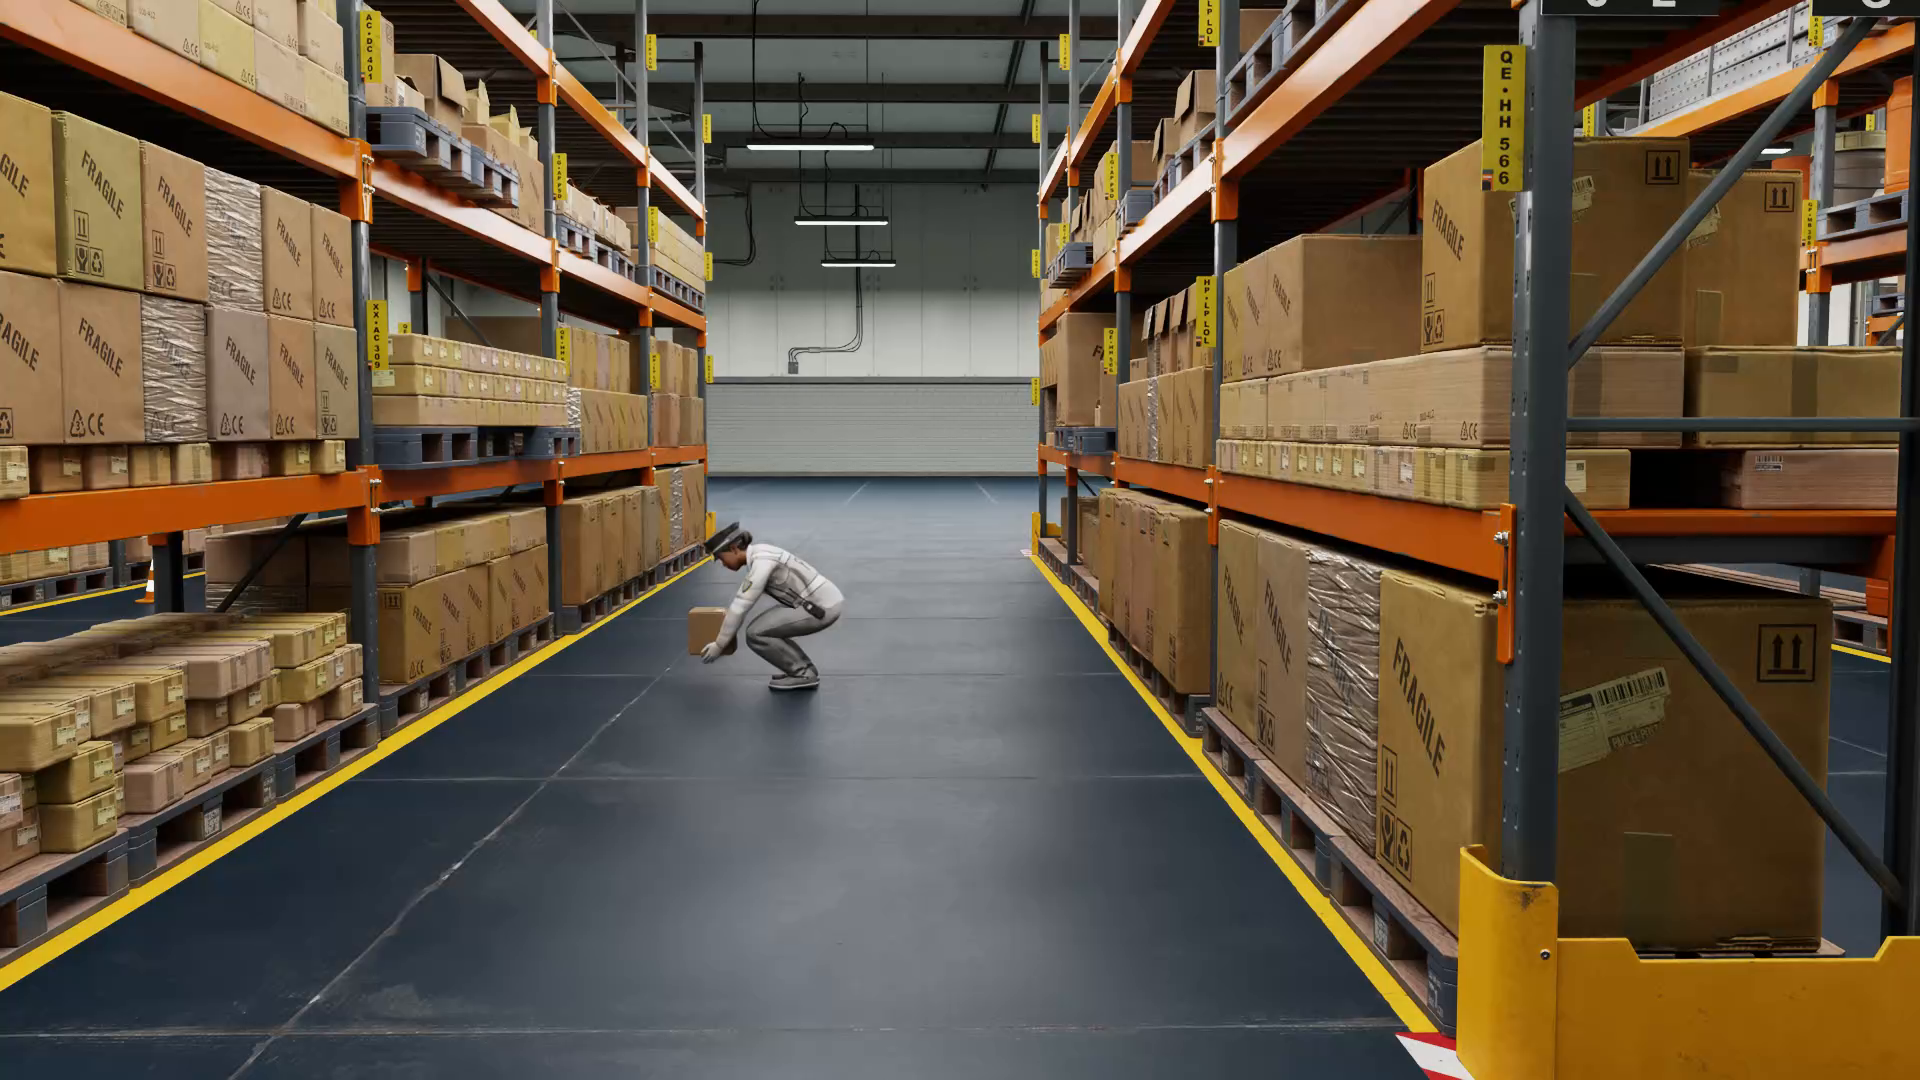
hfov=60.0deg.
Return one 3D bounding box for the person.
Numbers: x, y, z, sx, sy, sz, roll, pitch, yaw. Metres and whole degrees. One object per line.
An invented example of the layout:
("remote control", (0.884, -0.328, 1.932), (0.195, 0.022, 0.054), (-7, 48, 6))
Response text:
("person", (-1.084, 0.373, 9.638), (0.819, 0.975, 0.493), (0, 4, -1))
